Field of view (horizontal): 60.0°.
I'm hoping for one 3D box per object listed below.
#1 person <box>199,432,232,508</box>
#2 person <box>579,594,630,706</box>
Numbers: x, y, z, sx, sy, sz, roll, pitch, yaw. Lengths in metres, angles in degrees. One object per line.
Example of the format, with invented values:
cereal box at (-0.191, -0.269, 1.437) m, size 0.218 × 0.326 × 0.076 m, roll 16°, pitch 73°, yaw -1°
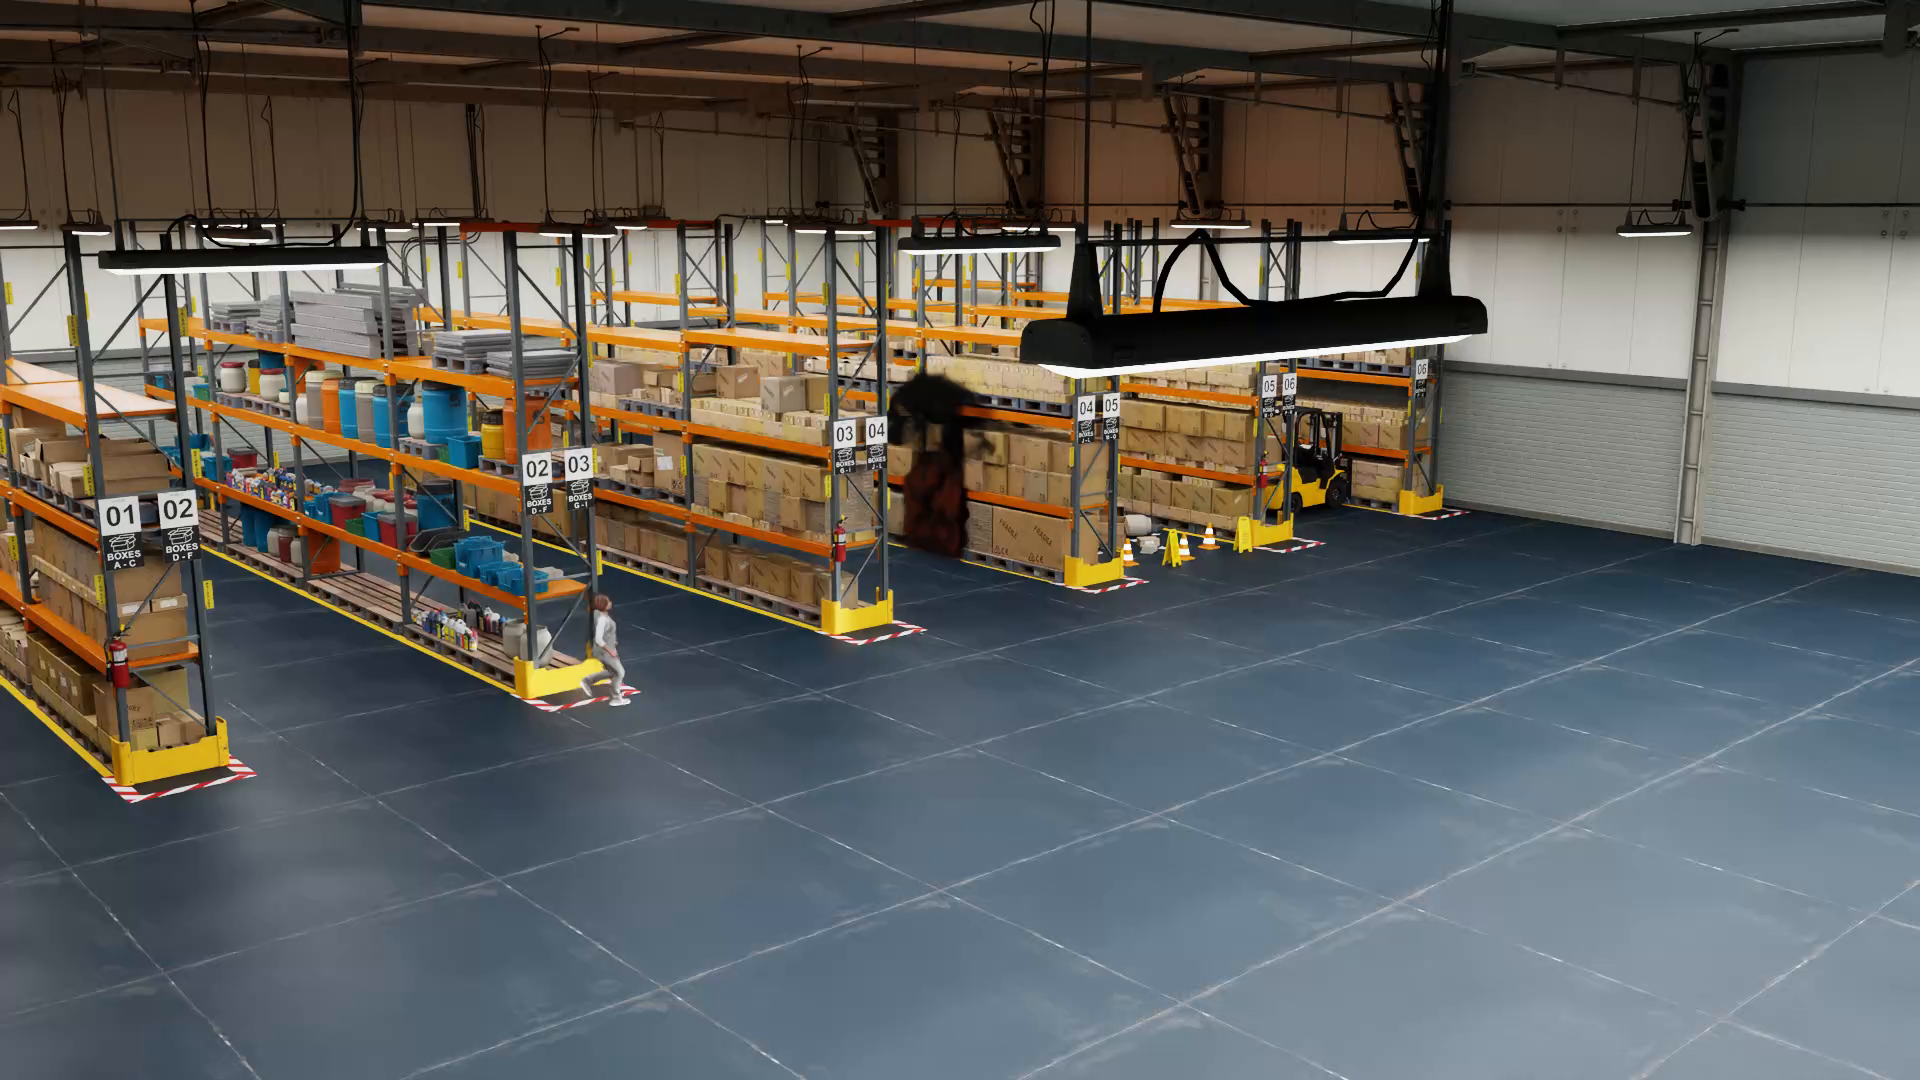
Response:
person at (-15.657, -1.441, 34.826) m, size 0.607 × 1.663 × 0.692 m, roll -5°, pitch 12°, yaw -22°
person at (-4.497, 1.415, 20.987) m, size 0.635 × 1.530 × 0.586 m, roll -3°, pitch 12°, yaw -15°
